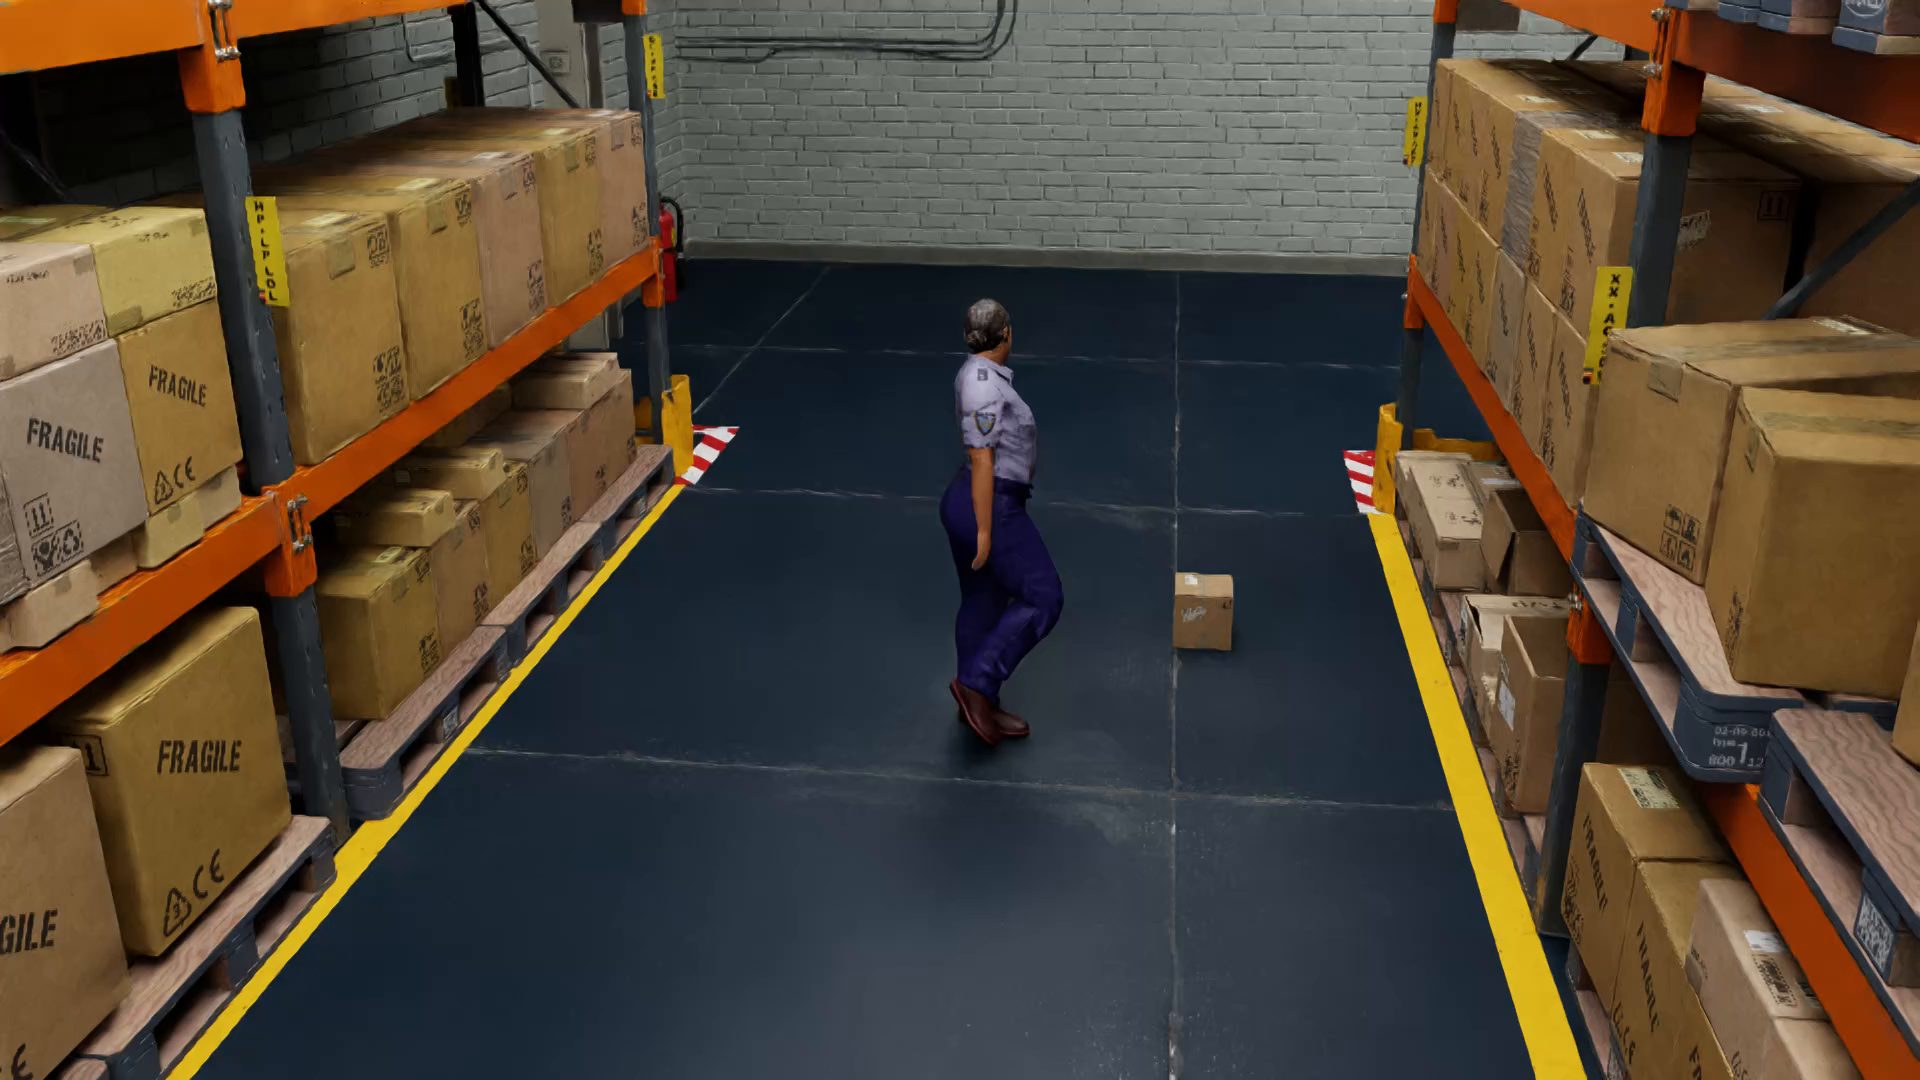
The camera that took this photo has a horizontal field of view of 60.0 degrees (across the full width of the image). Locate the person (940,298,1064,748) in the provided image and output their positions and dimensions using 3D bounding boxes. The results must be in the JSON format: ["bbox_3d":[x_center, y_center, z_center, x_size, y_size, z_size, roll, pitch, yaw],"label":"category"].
[{"bbox_3d":[0.155,-0.055,6.233,0.453,1.643,0.694,-1,21,-2],"label":"person"}]
